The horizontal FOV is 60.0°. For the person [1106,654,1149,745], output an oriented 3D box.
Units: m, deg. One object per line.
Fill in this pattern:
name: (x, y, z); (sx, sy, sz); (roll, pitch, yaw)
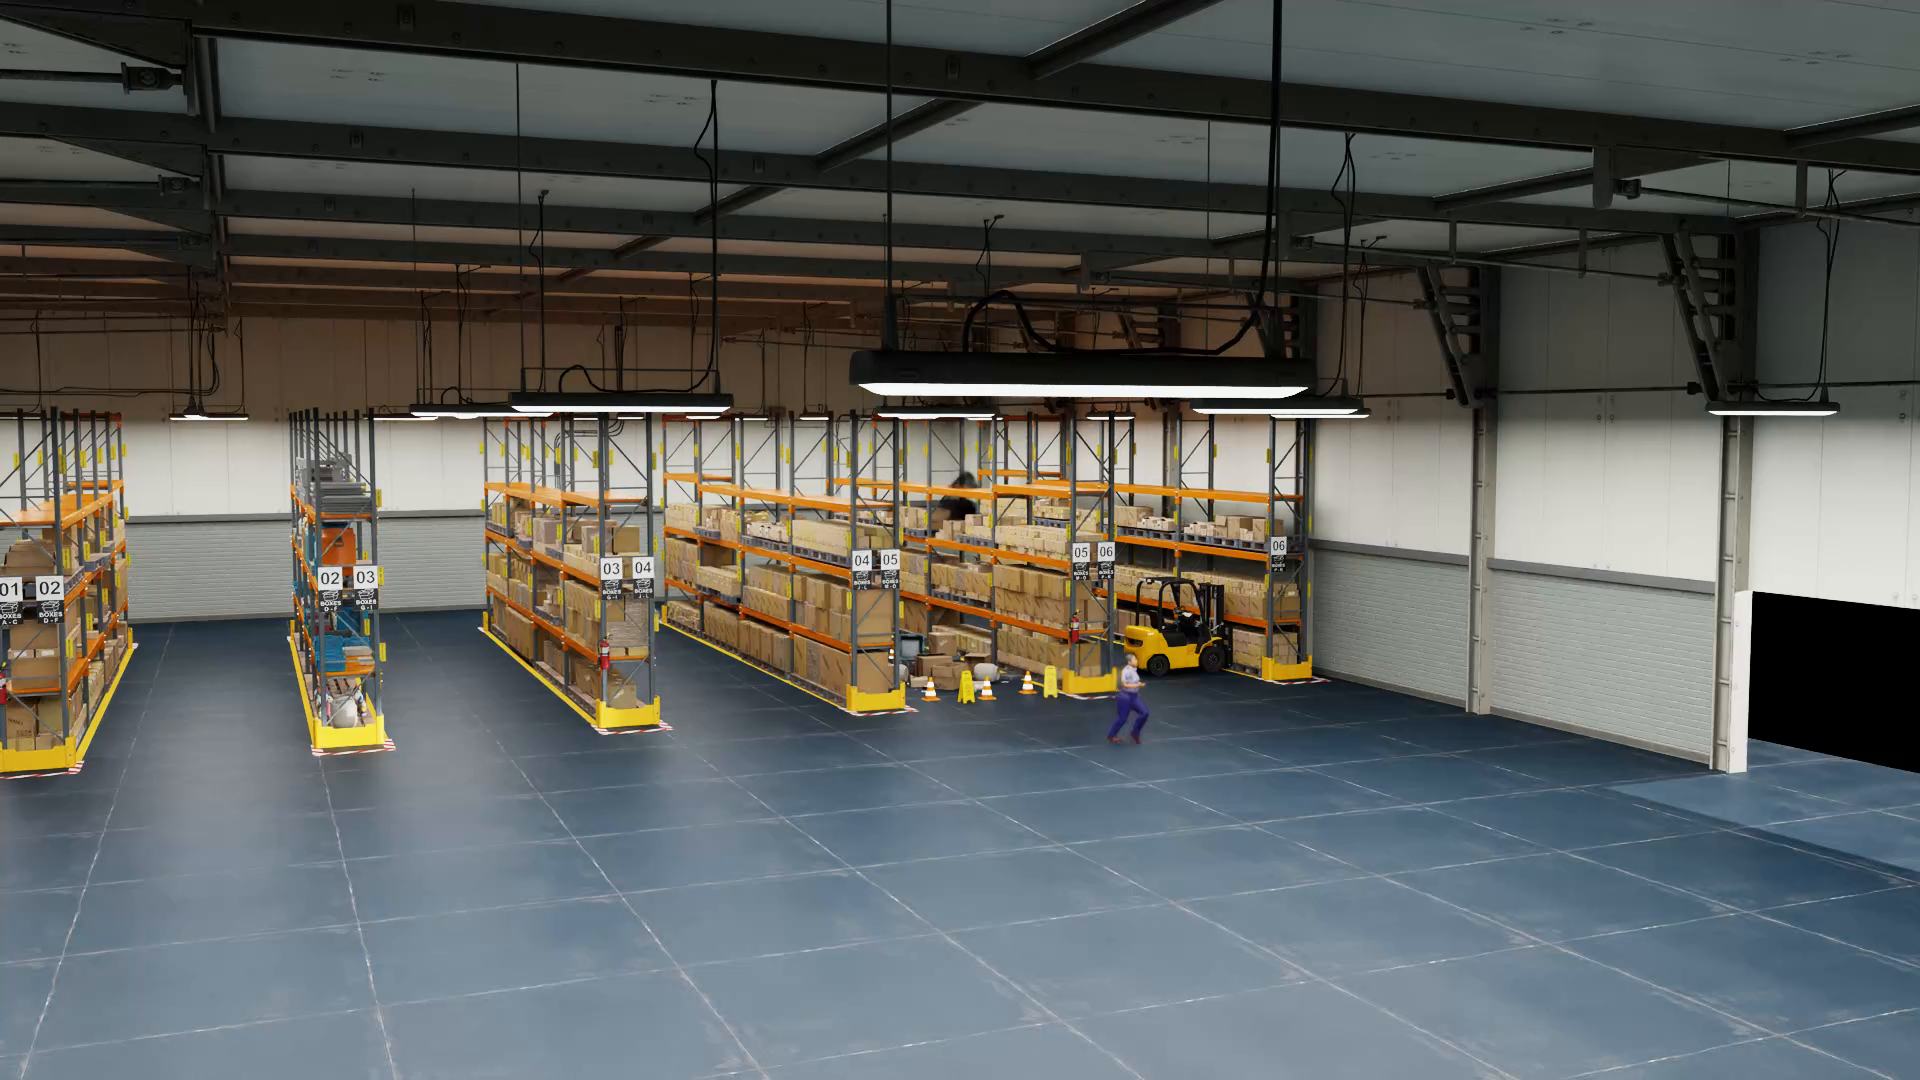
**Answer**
person: (2.963, 2.848, 29.569); (0.753, 1.667, 0.586); (2, 5, 28)
